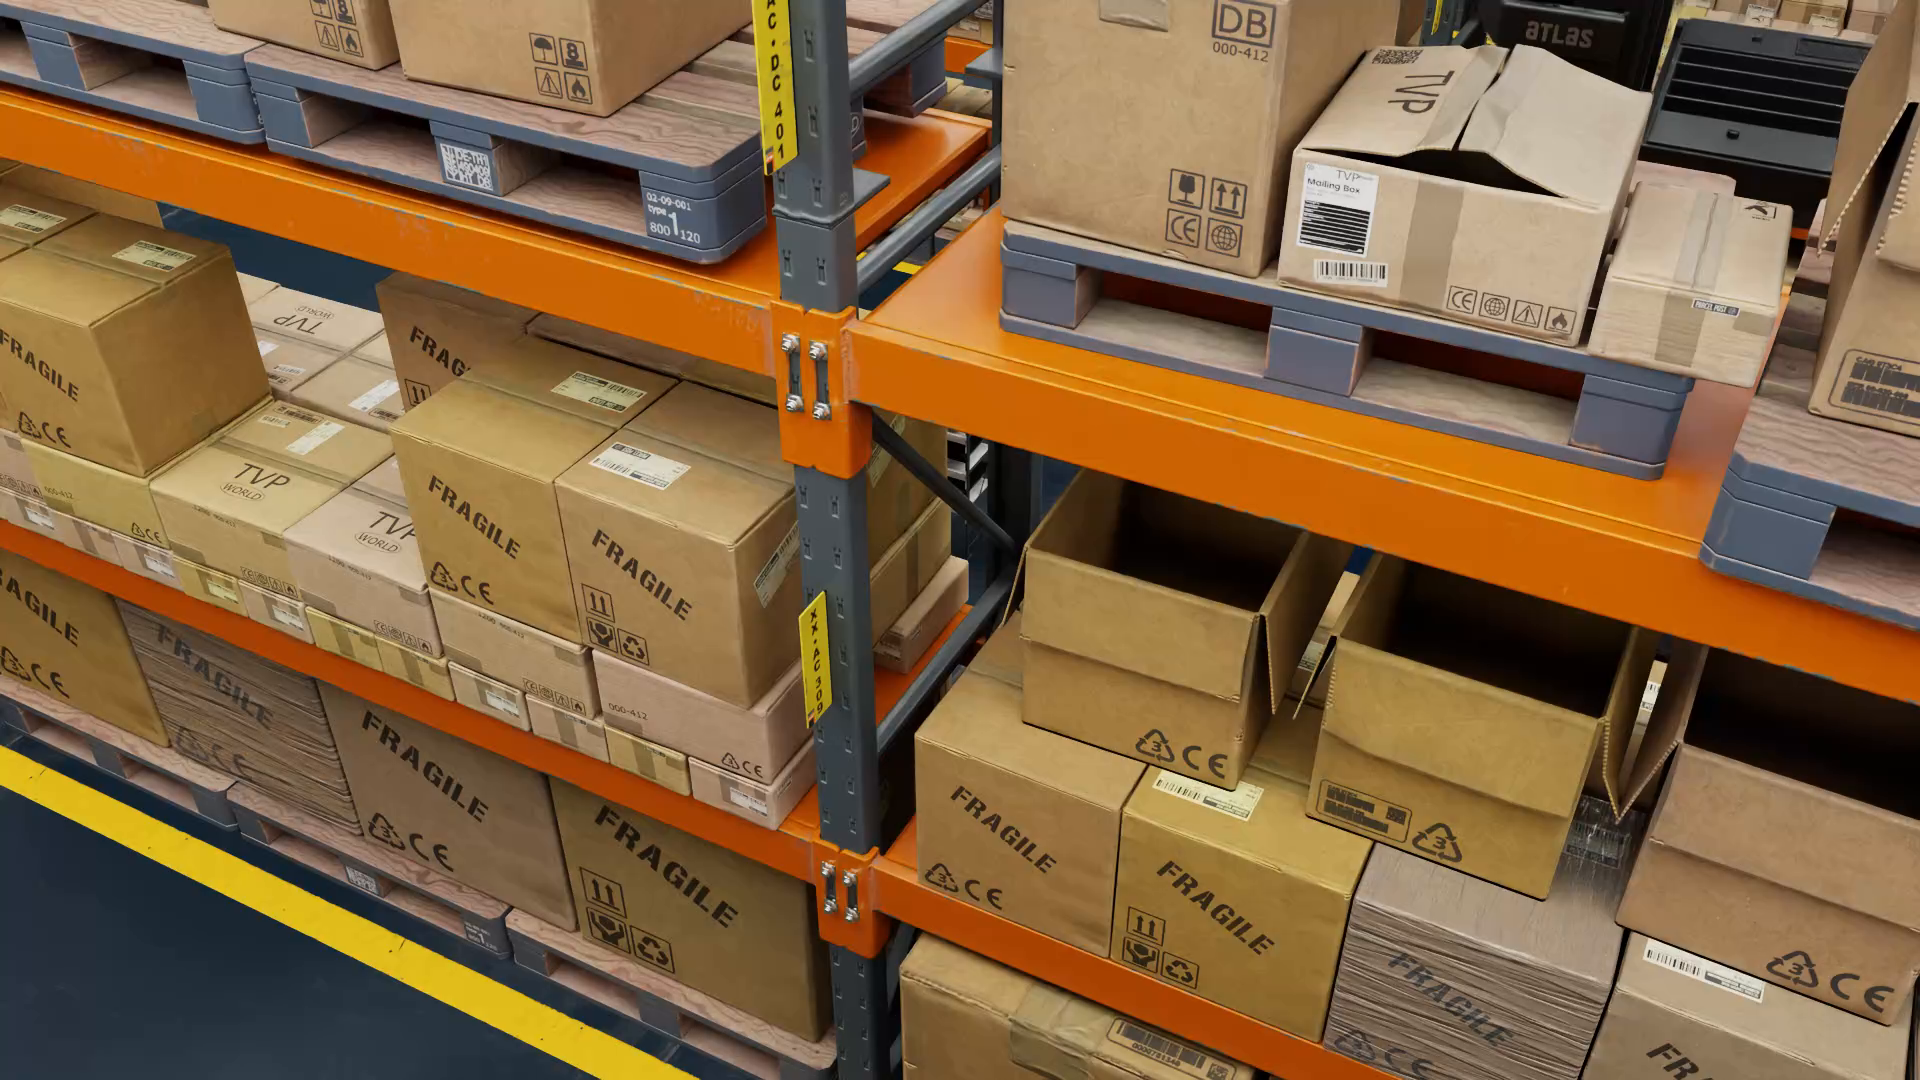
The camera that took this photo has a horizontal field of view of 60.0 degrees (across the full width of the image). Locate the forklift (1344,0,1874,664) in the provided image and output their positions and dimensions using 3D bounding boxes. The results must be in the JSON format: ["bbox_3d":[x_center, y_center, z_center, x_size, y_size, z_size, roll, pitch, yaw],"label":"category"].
[{"bbox_3d":[2.359,-0.489,5.471,3.031,2.935,1.130,16,40,20],"label":"forklift"}]

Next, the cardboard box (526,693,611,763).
[{"bbox_3d":[-0.939,0.392,4.461,0.250,0.149,0.380,17,40,21],"label":"cardboard box"}]

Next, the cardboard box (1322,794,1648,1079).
[{"bbox_3d":[1.123,0.845,3.574,0.500,0.500,0.500,16,40,20],"label":"cardboard box"}]

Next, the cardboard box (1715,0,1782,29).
[{"bbox_3d":[3.457,-2.369,7.258,0.250,0.149,0.380,17,40,21],"label":"cardboard box"}]

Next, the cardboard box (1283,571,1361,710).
[{"bbox_3d":[0.916,0.428,4.122,0.500,0.500,0.500,19,41,23],"label":"cardboard box"}]

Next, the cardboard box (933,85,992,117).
[{"bbox_3d":[0.030,-2.451,9.516,0.250,0.149,0.380,16,40,20],"label":"cardboard box"}]

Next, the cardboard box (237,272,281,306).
[{"bbox_3d":[-2.611,-0.694,5.561,0.500,0.250,0.500,17,40,21],"label":"cardboard box"}]

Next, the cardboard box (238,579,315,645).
[{"bbox_3d":[-1.849,0.106,4.837,0.250,0.149,0.380,18,41,22],"label":"cardboard box"}]

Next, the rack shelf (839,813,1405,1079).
[{"bbox_3d":[1.715,1.186,3.801,4.000,0.370,1.077,17,41,21],"label":"rack shelf"}]

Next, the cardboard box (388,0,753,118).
[{"bbox_3d":[-0.784,-1.284,3.466,0.500,0.500,0.700,15,40,19],"label":"cardboard box"}]

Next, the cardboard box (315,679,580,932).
[{"bbox_3d":[-1.410,0.546,5.460,0.875,0.875,0.875,17,41,21],"label":"cardboard box"}]

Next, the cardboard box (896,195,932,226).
[{"bbox_3d":[-0.254,-1.894,9.274,0.250,0.149,0.380,18,41,22],"label":"cardboard box"}]

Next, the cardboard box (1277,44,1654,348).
[{"bbox_3d":[0.872,-0.630,2.844,0.500,0.311,0.500,16,40,20],"label":"cardboard box"}]

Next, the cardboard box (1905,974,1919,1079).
[{"bbox_3d":[2.036,1.127,3.201,0.500,0.500,0.500,16,40,20],"label":"cardboard box"}]

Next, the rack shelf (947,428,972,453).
[{"bbox_3d":[-0.007,-0.478,6.892,0.200,0.077,0.258,17,41,21],"label":"rack shelf"}]

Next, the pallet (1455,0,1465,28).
[{"bbox_3d":[3.857,-4.120,12.503,1.213,0.211,1.003,17,41,21],"label":"pallet"}]

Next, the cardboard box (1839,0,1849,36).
[{"bbox_3d":[5.889,-3.922,11.345,0.875,0.875,0.875,19,41,23],"label":"cardboard box"}]

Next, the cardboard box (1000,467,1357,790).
[{"bbox_3d":[0.510,0.077,3.755,0.637,0.503,0.797,16,40,20],"label":"cardboard box"}]

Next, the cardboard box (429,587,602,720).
[{"bbox_3d":[-1.035,0.160,4.436,0.500,0.250,0.500,19,41,23],"label":"cardboard box"}]

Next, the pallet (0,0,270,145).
[{"bbox_3d":[-1.862,-1.389,4.191,1.213,0.211,1.003,17,41,21],"label":"pallet"}]

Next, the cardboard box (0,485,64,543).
[{"bbox_3d":[-2.762,-0.179,5.213,0.250,0.149,0.380,17,40,21],"label":"cardboard box"}]

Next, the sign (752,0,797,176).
[{"bbox_3d":[-0.315,-0.790,2.836,0.005,0.325,0.100,17,41,21],"label":"sign"}]

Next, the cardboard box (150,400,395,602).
[{"bbox_3d":[-1.936,-0.124,4.811,0.500,0.250,0.500,17,40,21],"label":"cardboard box"}]

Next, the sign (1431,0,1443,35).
[{"bbox_3d":[2.067,-2.343,7.139,0.005,0.325,0.100,17,41,21],"label":"sign"}]

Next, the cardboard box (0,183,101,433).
[{"bbox_3d":[-2.867,-0.709,4.960,0.500,0.500,0.500,16,40,20],"label":"cardboard box"}]

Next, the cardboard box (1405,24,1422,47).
[{"bbox_3d":[2.208,-2.446,8.199,0.250,0.149,0.380,19,41,23],"label":"cardboard box"}]

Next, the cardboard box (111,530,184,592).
[{"bbox_3d":[-2.307,-0.037,5.025,0.250,0.149,0.380,17,40,21],"label":"cardboard box"}]

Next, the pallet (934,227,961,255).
[{"bbox_3d":[0.609,-1.687,9.298,1.213,0.211,1.003,17,41,21],"label":"pallet"}]

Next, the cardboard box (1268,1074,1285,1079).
[{"bbox_3d":[1.310,1.438,4.285,0.875,0.875,1.225,16,40,20],"label":"cardboard box"}]

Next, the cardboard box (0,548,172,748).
[{"bbox_3d":[-3.008,0.045,6.119,0.875,0.875,0.875,17,41,21],"label":"cardboard box"}]

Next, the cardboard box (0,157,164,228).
[{"bbox_3d":[-3.060,-1.132,5.518,0.500,0.500,0.500,18,41,22],"label":"cardboard box"}]

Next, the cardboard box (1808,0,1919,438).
[{"bbox_3d":[1.667,-0.504,2.519,0.637,0.503,0.797,17,40,21],"label":"cardboard box"}]

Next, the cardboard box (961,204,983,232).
[{"bbox_3d":[0.198,-1.758,9.095,0.250,0.149,0.380,15,40,19],"label":"cardboard box"}]

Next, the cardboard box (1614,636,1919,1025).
[{"bbox_3d":[1.673,0.439,3.279,0.637,0.503,0.797,19,41,23],"label":"cardboard box"}]

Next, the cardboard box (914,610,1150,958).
[{"bbox_3d":[0.232,0.566,3.941,0.500,0.500,0.500,18,41,22],"label":"cardboard box"}]

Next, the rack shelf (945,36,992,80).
[{"bbox_3d":[0.534,-2.561,8.738,4.000,0.370,1.077,17,41,21],"label":"rack shelf"}]

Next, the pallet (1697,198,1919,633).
[{"bbox_3d":[1.900,-0.124,2.607,1.213,0.211,1.003,19,41,24],"label":"pallet"}]

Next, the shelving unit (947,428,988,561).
[{"bbox_3d":[-0.007,-0.361,6.981,0.210,0.900,0.258,17,41,21],"label":"shelving unit"}]

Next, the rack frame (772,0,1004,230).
[{"bbox_3d":[-0.061,-2.046,2.503,0.127,3.000,1.000,17,41,21],"label":"rack frame"}]

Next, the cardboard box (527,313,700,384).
[{"bbox_3d":[-0.803,-0.425,4.587,0.500,0.500,0.500,17,41,21],"label":"cardboard box"}]

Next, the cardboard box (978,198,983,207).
[{"bbox_3d":[0.297,-1.938,9.086,0.250,0.149,0.380,20,41,24],"label":"cardboard box"}]

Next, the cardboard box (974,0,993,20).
[{"bbox_3d":[0.401,-2.872,8.224,0.500,0.500,0.500,16,40,20],"label":"cardboard box"}]

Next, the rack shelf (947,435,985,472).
[{"bbox_3d":[-0.007,-0.406,6.947,0.200,0.077,0.258,17,41,21],"label":"rack shelf"}]

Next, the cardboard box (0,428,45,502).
[{"bbox_3d":[-2.846,-0.408,5.185,0.500,0.250,0.500,17,40,21],"label":"cardboard box"}]

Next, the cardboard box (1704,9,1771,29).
[{"bbox_3d":[3.145,-2.021,6.800,0.250,0.149,0.380,17,40,21],"label":"cardboard box"}]

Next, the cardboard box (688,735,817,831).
[{"bbox_3d":[-0.483,0.535,4.272,0.250,0.149,0.380,18,41,22],"label":"cardboard box"}]

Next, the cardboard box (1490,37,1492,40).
[{"bbox_3d":[2.448,-2.239,7.087,0.250,0.149,0.380,19,41,24],"label":"cardboard box"}]

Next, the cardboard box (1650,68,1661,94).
[{"bbox_3d":[2.908,-1.978,6.989,0.250,0.149,0.380,18,41,23],"label":"cardboard box"}]

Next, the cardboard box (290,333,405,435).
[{"bbox_3d":[-1.694,-0.410,5.187,0.500,0.250,0.500,17,41,22],"label":"cardboard box"}]

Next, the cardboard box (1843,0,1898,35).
[{"bbox_3d":[3.913,-2.226,7.070,0.250,0.149,0.380,16,40,19],"label":"cardboard box"}]

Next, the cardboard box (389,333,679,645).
[{"bbox_3d":[-1.035,-0.140,4.211,0.500,0.500,0.500,18,41,22],"label":"cardboard box"}]

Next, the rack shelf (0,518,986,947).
[{"bbox_3d":[-1.837,0.074,5.267,4.000,0.370,1.077,17,41,21],"label":"rack shelf"}]

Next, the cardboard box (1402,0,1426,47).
[{"bbox_3d":[1.986,-2.723,8.027,0.500,0.500,0.500,17,40,21],"label":"cardboard box"}]

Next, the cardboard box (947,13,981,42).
[{"bbox_3d":[0.083,-2.714,8.553,0.250,0.149,0.380,17,40,21],"label":"cardboard box"}]

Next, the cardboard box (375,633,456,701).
[{"bbox_3d":[-1.397,0.249,4.649,0.250,0.149,0.380,18,41,22],"label":"cardboard box"}]

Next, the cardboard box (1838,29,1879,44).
[{"bbox_3d":[3.596,-1.880,6.614,0.250,0.149,0.380,19,41,23],"label":"cardboard box"}]

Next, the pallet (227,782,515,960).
[{"bbox_3d":[-1.788,0.862,5.940,1.213,0.211,1.003,17,41,21],"label":"pallet"}]
